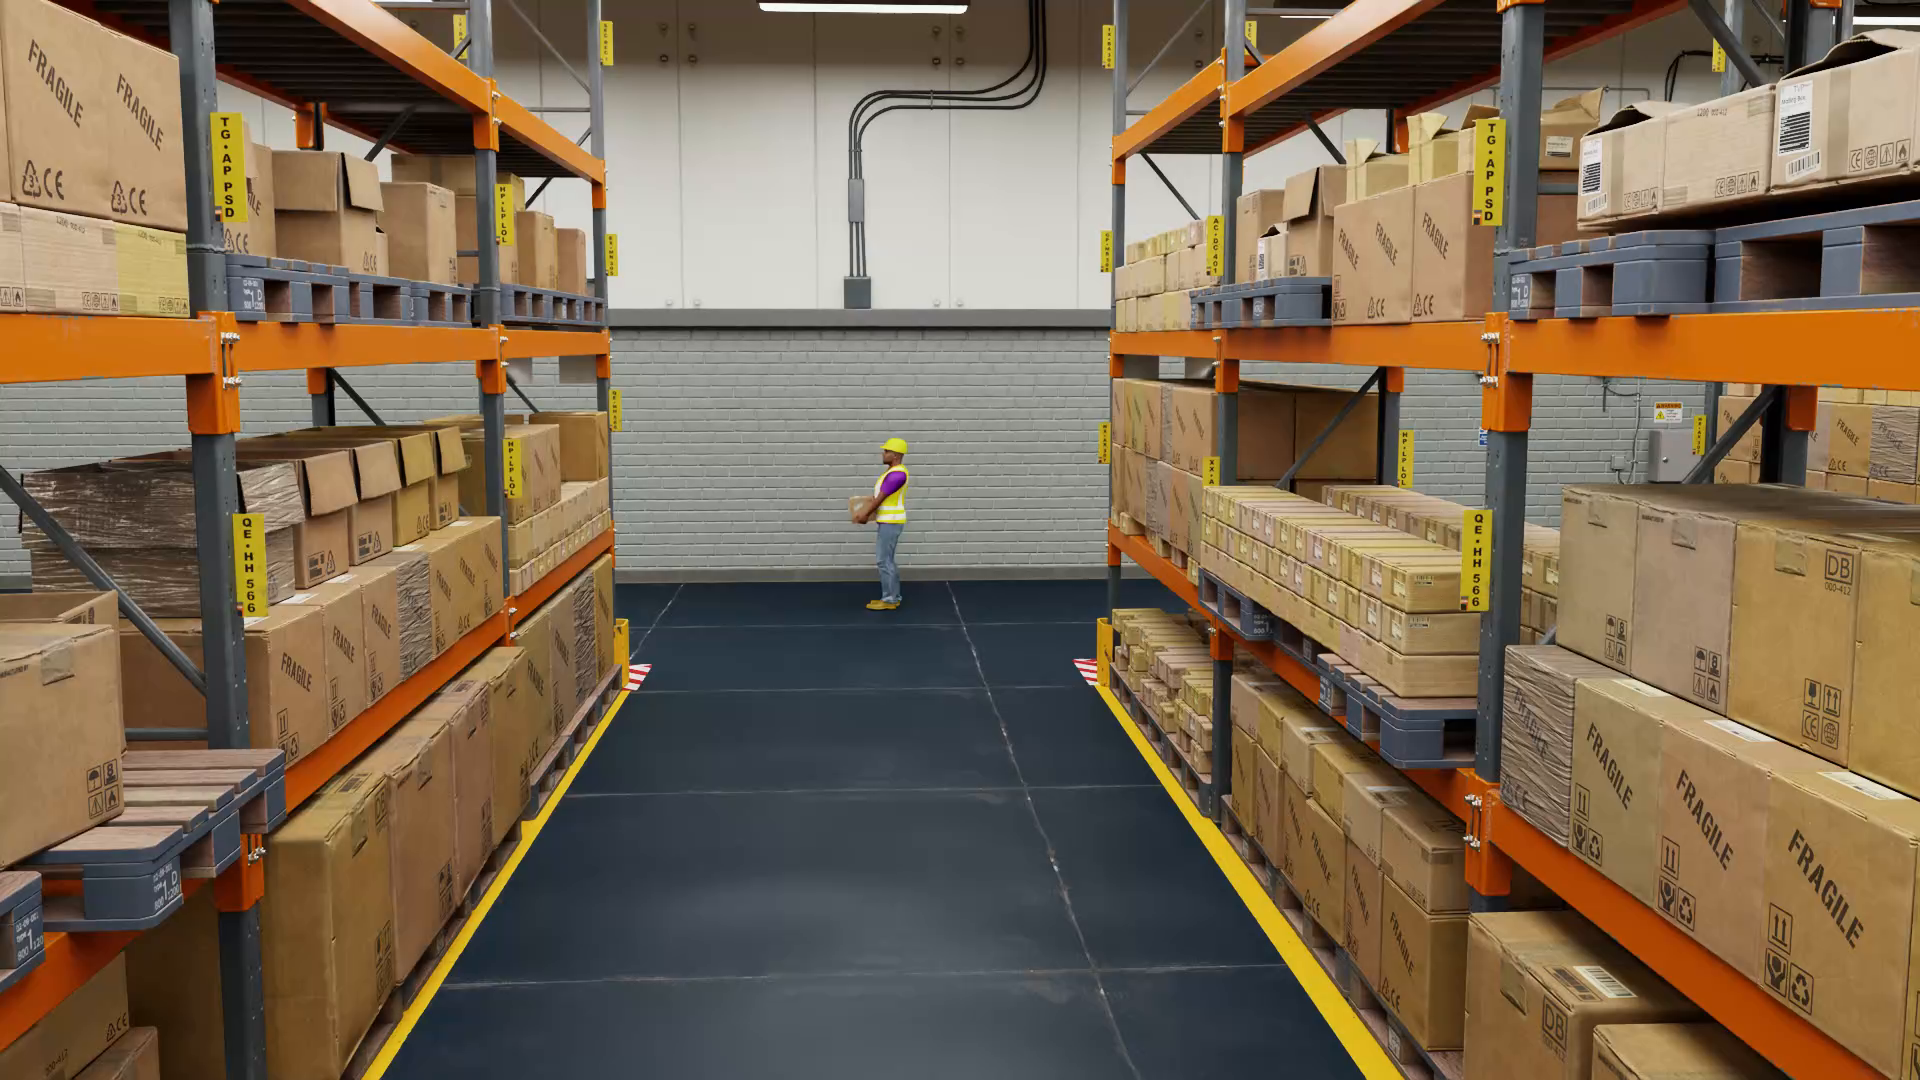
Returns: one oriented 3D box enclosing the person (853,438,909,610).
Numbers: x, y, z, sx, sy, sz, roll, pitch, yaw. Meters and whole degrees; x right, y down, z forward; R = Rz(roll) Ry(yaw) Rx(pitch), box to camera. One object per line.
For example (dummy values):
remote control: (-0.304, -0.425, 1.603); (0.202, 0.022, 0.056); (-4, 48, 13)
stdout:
person: (-0.811, -0.167, 17.068); (0.577, 1.760, 0.503); (0, 7, -3)
